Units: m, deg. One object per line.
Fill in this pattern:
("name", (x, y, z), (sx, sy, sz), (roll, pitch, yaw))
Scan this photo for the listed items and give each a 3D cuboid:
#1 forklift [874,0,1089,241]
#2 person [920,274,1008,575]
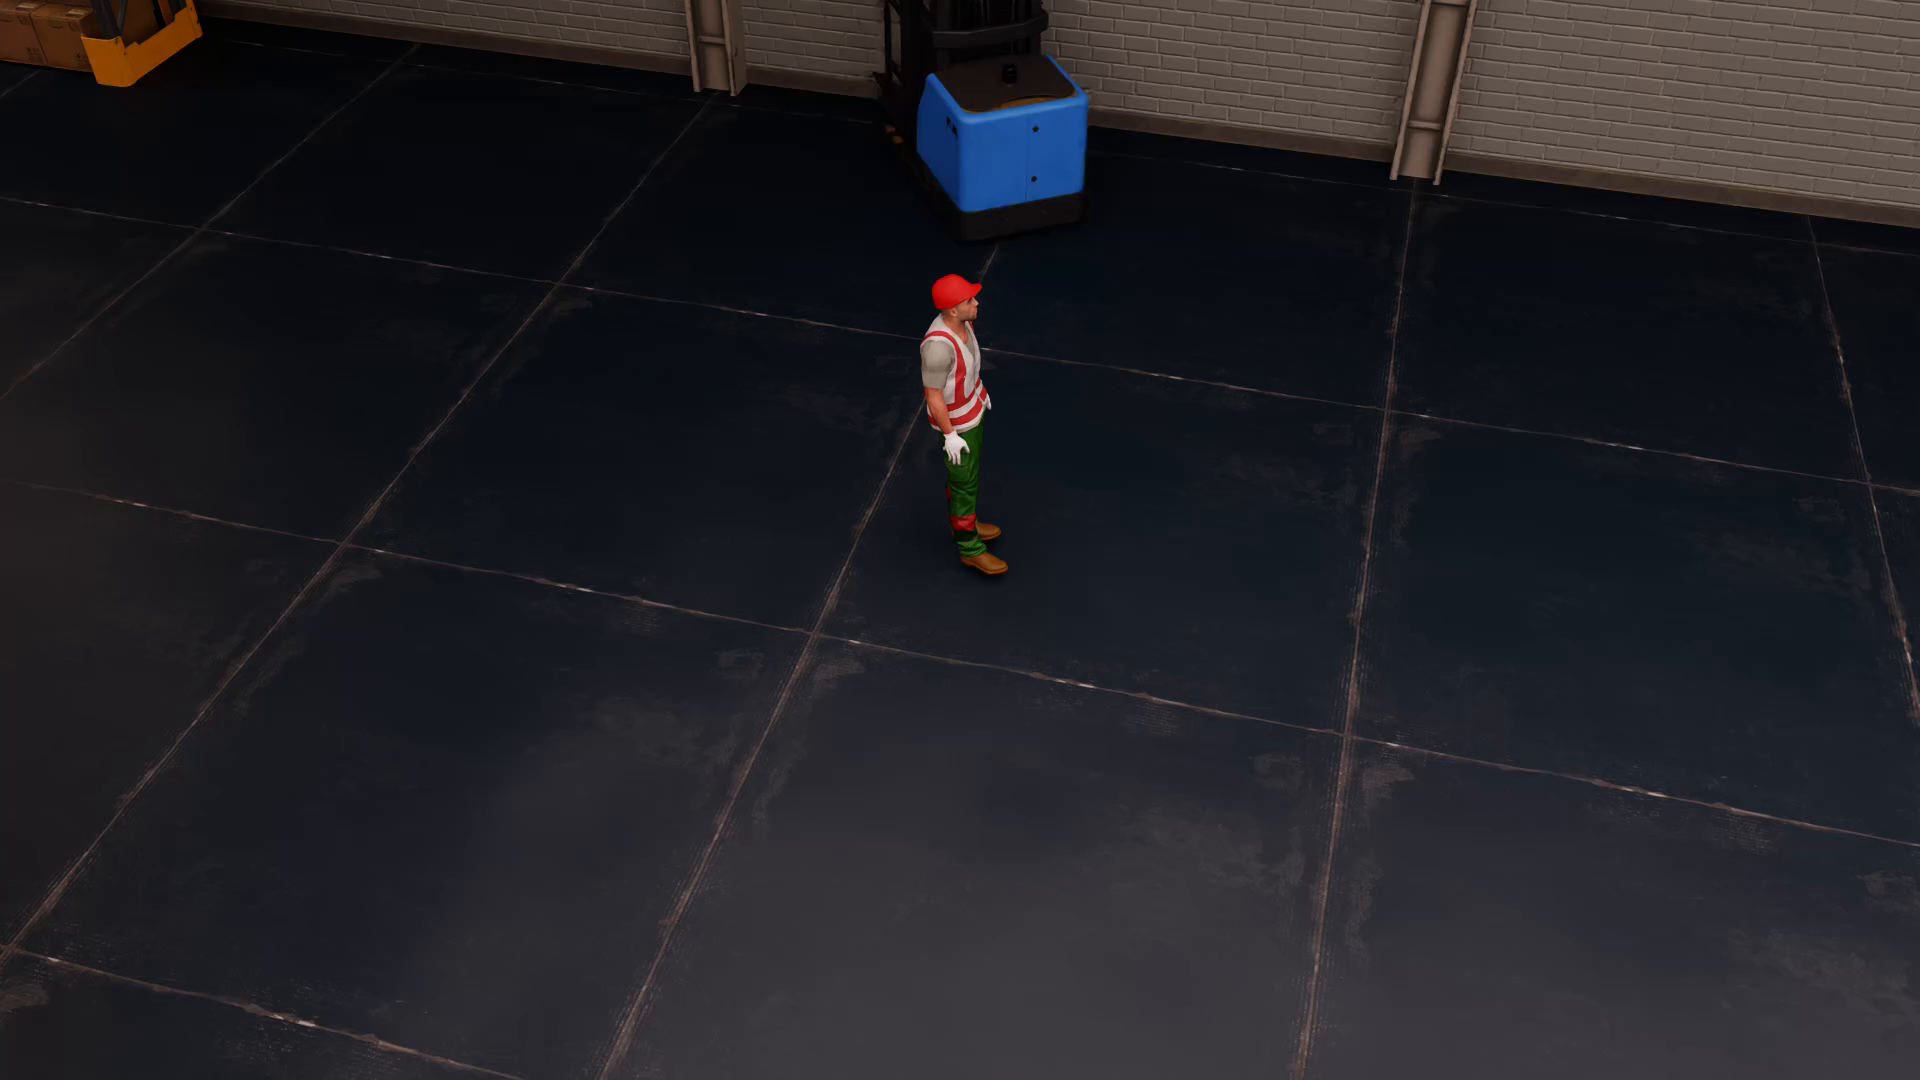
("forklift", (-0.018, -4.339, 12.811), (1.130, 2.935, 3.031), (-14, 43, -15))
("person", (0.074, -0.687, 9.439), (0.564, 1.787, 0.637), (10, 42, 11))
